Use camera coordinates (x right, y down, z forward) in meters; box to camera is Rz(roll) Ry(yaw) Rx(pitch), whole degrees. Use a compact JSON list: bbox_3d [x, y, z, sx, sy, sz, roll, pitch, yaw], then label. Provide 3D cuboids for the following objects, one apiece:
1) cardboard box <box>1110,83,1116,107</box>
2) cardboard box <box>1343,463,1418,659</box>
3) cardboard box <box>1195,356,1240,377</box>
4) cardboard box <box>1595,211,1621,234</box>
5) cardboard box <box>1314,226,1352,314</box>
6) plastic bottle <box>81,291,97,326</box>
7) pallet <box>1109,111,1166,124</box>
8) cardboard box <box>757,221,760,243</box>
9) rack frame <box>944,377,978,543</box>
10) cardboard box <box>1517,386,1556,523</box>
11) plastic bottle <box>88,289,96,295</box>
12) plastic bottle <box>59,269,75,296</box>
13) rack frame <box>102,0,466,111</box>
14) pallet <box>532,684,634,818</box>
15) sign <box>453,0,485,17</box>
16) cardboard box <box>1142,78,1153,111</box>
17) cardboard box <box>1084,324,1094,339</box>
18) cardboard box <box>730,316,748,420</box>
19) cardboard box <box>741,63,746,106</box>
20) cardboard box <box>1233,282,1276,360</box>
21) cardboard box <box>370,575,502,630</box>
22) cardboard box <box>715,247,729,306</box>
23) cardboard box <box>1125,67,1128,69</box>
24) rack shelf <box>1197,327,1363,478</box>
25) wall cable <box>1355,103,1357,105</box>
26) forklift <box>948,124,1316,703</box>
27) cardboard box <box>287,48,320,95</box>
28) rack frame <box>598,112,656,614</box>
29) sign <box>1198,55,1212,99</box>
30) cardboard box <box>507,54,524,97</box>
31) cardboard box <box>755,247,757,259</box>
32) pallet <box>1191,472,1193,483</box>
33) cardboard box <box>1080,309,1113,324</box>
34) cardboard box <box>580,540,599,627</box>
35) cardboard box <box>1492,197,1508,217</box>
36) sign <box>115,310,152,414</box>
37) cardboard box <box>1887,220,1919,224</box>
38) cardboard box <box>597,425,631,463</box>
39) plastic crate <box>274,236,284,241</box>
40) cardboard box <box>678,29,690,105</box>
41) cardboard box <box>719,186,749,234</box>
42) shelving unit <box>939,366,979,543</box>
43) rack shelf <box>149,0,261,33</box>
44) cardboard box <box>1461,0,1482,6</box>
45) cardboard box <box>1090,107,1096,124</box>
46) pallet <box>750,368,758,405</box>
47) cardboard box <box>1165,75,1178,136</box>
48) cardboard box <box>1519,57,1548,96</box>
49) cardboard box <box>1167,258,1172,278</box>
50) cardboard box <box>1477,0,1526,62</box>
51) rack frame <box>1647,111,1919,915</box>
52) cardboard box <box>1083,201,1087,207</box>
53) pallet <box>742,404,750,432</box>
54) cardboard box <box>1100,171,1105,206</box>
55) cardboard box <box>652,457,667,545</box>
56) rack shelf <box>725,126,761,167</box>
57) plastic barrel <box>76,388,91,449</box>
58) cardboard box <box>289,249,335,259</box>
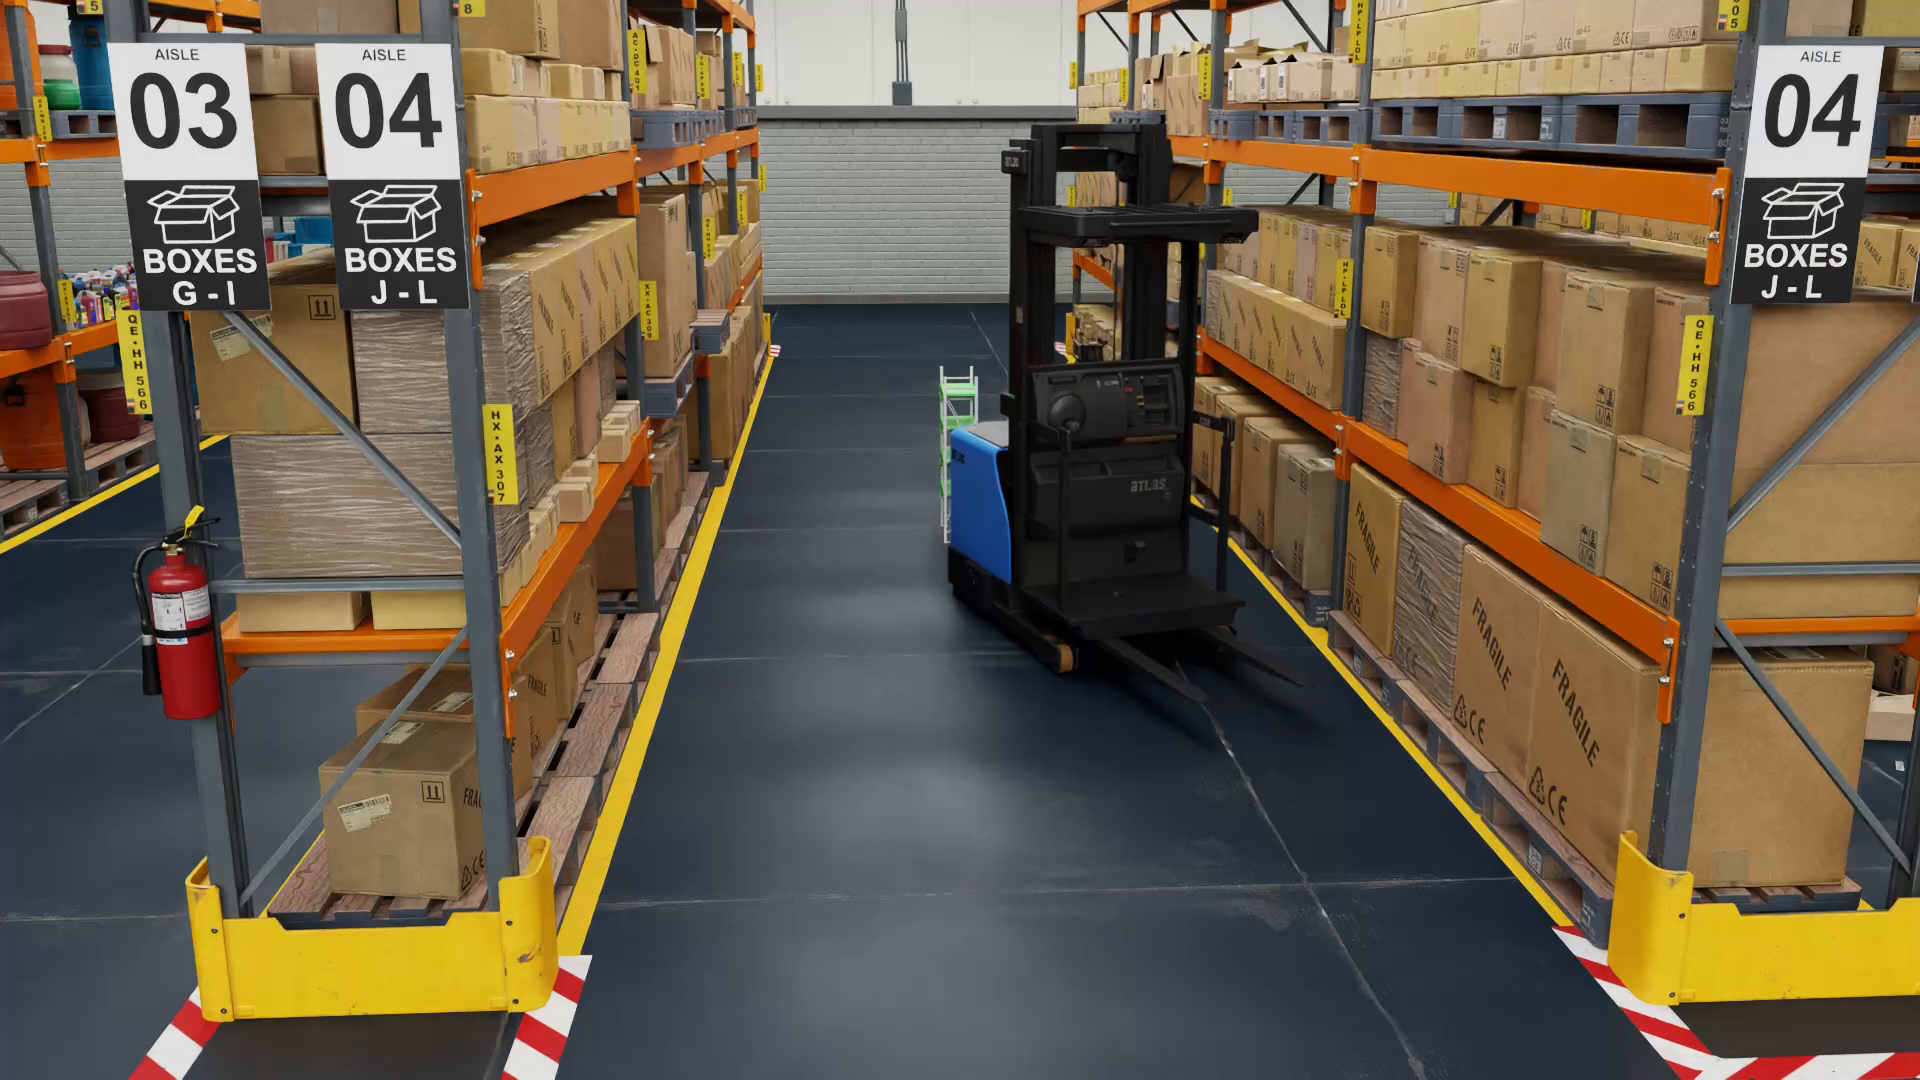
[{"bbox_3d":[1.891,-4.744,17.724,0.500,0.250,0.500,-1,15,-6],"label":"cardboard box"},{"bbox_3d":[2.659,0.091,9.074,0.875,0.875,0.875,-1,14,-3],"label":"cardboard box"},{"bbox_3d":[2.138,-1.409,14.151,0.500,0.250,0.500,-1,14,-5],"label":"cardboard box"},{"bbox_3d":[6.869,-3.402,17.022,0.500,0.500,0.500,-1,14,-3],"label":"cardboard box"},{"bbox_3d":[2.619,-1.676,10.314,0.700,0.500,0.500,-1,14,-4],"label":"cardboard box"},{"bbox_3d":[-7.137,-1.898,13.616,0.061,0.283,0.133,-1,14,-3],"label":"plastic bottle"},{"bbox_3d":[2.126,-4.088,16.253,1.213,0.211,1.003,-1,14,-3],"label":"pallet"},{"bbox_3d":[-2.715,-3.780,20.402,0.500,0.250,0.500,-1,14,-4],"label":"cardboard box"},{"bbox_3d":[0.005,-0.562,11.801,0.240,1.200,0.015,-1,14,-3],"label":"rack frame"},{"bbox_3d":[2.904,-0.339,7.024,0.875,0.550,0.550,-1,14,-3],"label":"cardboard box"},{"bbox_3d":[-7.232,-1.953,13.854,0.097,0.271,0.097,0,14,0],"label":"plastic bottle"},{"bbox_3d":[-7.968,-2.233,14.783,0.144,0.351,0.185,-1,14,-3],"label":"plastic bottle"},{"bbox_3d":[-2.019,-2.751,4.660,1.000,3.000,0.127,-1,14,-3],"label":"rack frame"},{"bbox_3d":[-2.111,0.980,7.792,1.003,0.211,1.213,-1,14,-3],"label":"pallet"},{"bbox_3d":[-1.477,-1.730,4.958,0.100,0.325,0.005,-1,14,-3],"label":"sign"},{"bbox_3d":[2.039,-4.273,15.928,0.500,0.311,0.500,-1,14,-4],"label":"cardboard box"},{"bbox_3d":[1.694,-2.515,20.063,0.380,0.149,0.250,0,14,-2],"label":"cardboard box"},{"bbox_3d":[-2.647,-1.624,15.738,1.225,0.875,0.875,-1,14,-5],"label":"cardboard box"},{"bbox_3d":[-2.925,-5.450,19.923,0.700,0.500,0.500,-2,15,-7],"label":"cardboard box"},{"bbox_3d":[2.266,-1.568,11.899,0.500,0.500,0.500,-1,14,-3],"label":"cardboard box"},{"bbox_3d":[-1.799,0.201,5.729,0.380,0.149,0.250,-1,14,-3],"label":"cardboard box"},{"bbox_3d":[-2.372,-2.389,15.091,0.500,0.500,0.500,-1,14,-3],"label":"cardboard box"},{"bbox_3d":[1.902,-4.771,17.026,0.380,0.149,0.250,-2,15,-6],"label":"cardboard box"},{"bbox_3d":[2.566,-1.041,11.497,1.077,0.370,4.000,-1,14,-3],"label":"rack shelf"},{"bbox_3d":[6.247,-8.294,26.202,0.463,3.000,0.029,-1,14,-3],"label":"wall cable"},{"bbox_3d":[0.926,-0.799,9.251,1.130,2.935,3.031,-5,15,-20],"label":"forklift"},{"bbox_3d":[-2.247,-1.550,5.511,0.380,0.149,0.250,-1,14,-5],"label":"cardboard box"},{"bbox_3d":[-2.267,-0.841,9.274,1.000,3.000,0.127,-1,14,-3],"label":"rack frame"},{"bbox_3d":[1.900,-3.582,12.872,0.100,0.325,0.005,-1,14,-3],"label":"sign"},{"bbox_3d":[-1.809,-1.687,6.044,0.380,0.149,0.250,0,14,-1],"label":"cardboard box"},{"bbox_3d":[-2.595,-3.366,19.593,0.380,0.149,0.250,-1,14,-5],"label":"cardboard box"},{"bbox_3d":[2.395,-0.731,14.443,1.003,0.211,1.213,-1,14,-3],"label":"pallet"},{"bbox_3d":[1.665,-2.720,20.265,0.380,0.149,0.250,-1,14,-4],"label":"cardboard box"},{"bbox_3d":[-2.282,0.267,9.144,0.500,0.500,0.500,-1,14,-5],"label":"cardboard box"},{"bbox_3d":[6.705,-4.131,19.854,0.500,0.500,0.500,-1,14,-4],"label":"cardboard box"},{"bbox_3d":[-2.574,-0.556,5.210,0.100,0.325,0.005,-1,14,-3],"label":"sign"},{"bbox_3d":[7.682,-2.276,13.210,0.500,0.500,0.500,-1,14,-5],"label":"cardboard box"},{"bbox_3d":[-1.872,-0.484,8.393,0.380,0.149,0.250,-1,14,-3],"label":"cardboard box"},{"bbox_3d":[-8.226,-3.466,19.695,0.416,0.233,0.300,-1,14,-3],"label":"plastic crate"},{"bbox_3d":[-2.193,-3.337,11.751,0.500,0.500,0.500,-1,14,-4],"label":"cardboard box"},{"bbox_3d":[-2.597,-3.640,18.352,0.500,0.500,0.500,-1,14,-5],"label":"cardboard box"},{"bbox_3d":[-0.010,-0.622,12.037,0.258,1.200,0.503,-1,14,-3],"label":"shelving unit"},{"bbox_3d":[-7.830,-5.615,18.035,1.077,0.370,4.000,-1,14,-3],"label":"rack shelf"},{"bbox_3d":[2.453,-2.449,7.365,0.380,0.149,0.250,-1,14,-4],"label":"cardboard box"},{"bbox_3d":[1.792,-4.882,19.262,0.500,0.250,0.500,-1,14,-5],"label":"cardboard box"},{"bbox_3d":[-2.731,-1.670,18.094,1.003,0.211,1.213,-1,14,-3],"label":"pallet"},{"bbox_3d":[2.082,-3.775,14.457,0.500,0.500,0.500,-1,14,-3],"label":"cardboard box"},{"bbox_3d":[2.501,-1.874,6.729,0.380,0.149,0.250,-1,14,-3],"label":"cardboard box"},{"bbox_3d":[1.939,-2.295,13.990,0.380,0.149,0.250,0,14,-1],"label":"cardboard box"},{"bbox_3d":[2.537,-2.165,7.063,0.500,0.250,0.500,-1,14,-3],"label":"cardboard box"},{"bbox_3d":[2.938,0.103,5.608,1.000,3.000,0.127,-1,14,-3],"label":"rack frame"},{"bbox_3d":[1.757,-3.820,20.057,0.500,0.500,0.500,-1,14,-3],"label":"cardboard box"},{"bbox_3d":[-2.639,-1.289,16.613,1.003,0.211,1.213,-1,14,-3],"label":"pallet"},{"bbox_3d":[1.840,-3.927,18.466,0.500,0.500,0.500,-1,14,-2],"label":"cardboard box"},{"bbox_3d":[-2.329,-0.254,11.128,0.700,0.500,0.500,-2,15,-8],"label":"cardboard box"},{"bbox_3d":[-2.886,-4.432,18.656,1.077,0.370,4.000,-1,14,-3],"label":"rack shelf"},{"bbox_3d":[-7.630,-1.018,14.113,0.421,0.512,0.421,0,14,0],"label":"plastic barrel"},{"bbox_3d":[-2.365,-0.904,6.717,0.500,0.500,0.500,-1,14,-3],"label":"cardboard box"}]
